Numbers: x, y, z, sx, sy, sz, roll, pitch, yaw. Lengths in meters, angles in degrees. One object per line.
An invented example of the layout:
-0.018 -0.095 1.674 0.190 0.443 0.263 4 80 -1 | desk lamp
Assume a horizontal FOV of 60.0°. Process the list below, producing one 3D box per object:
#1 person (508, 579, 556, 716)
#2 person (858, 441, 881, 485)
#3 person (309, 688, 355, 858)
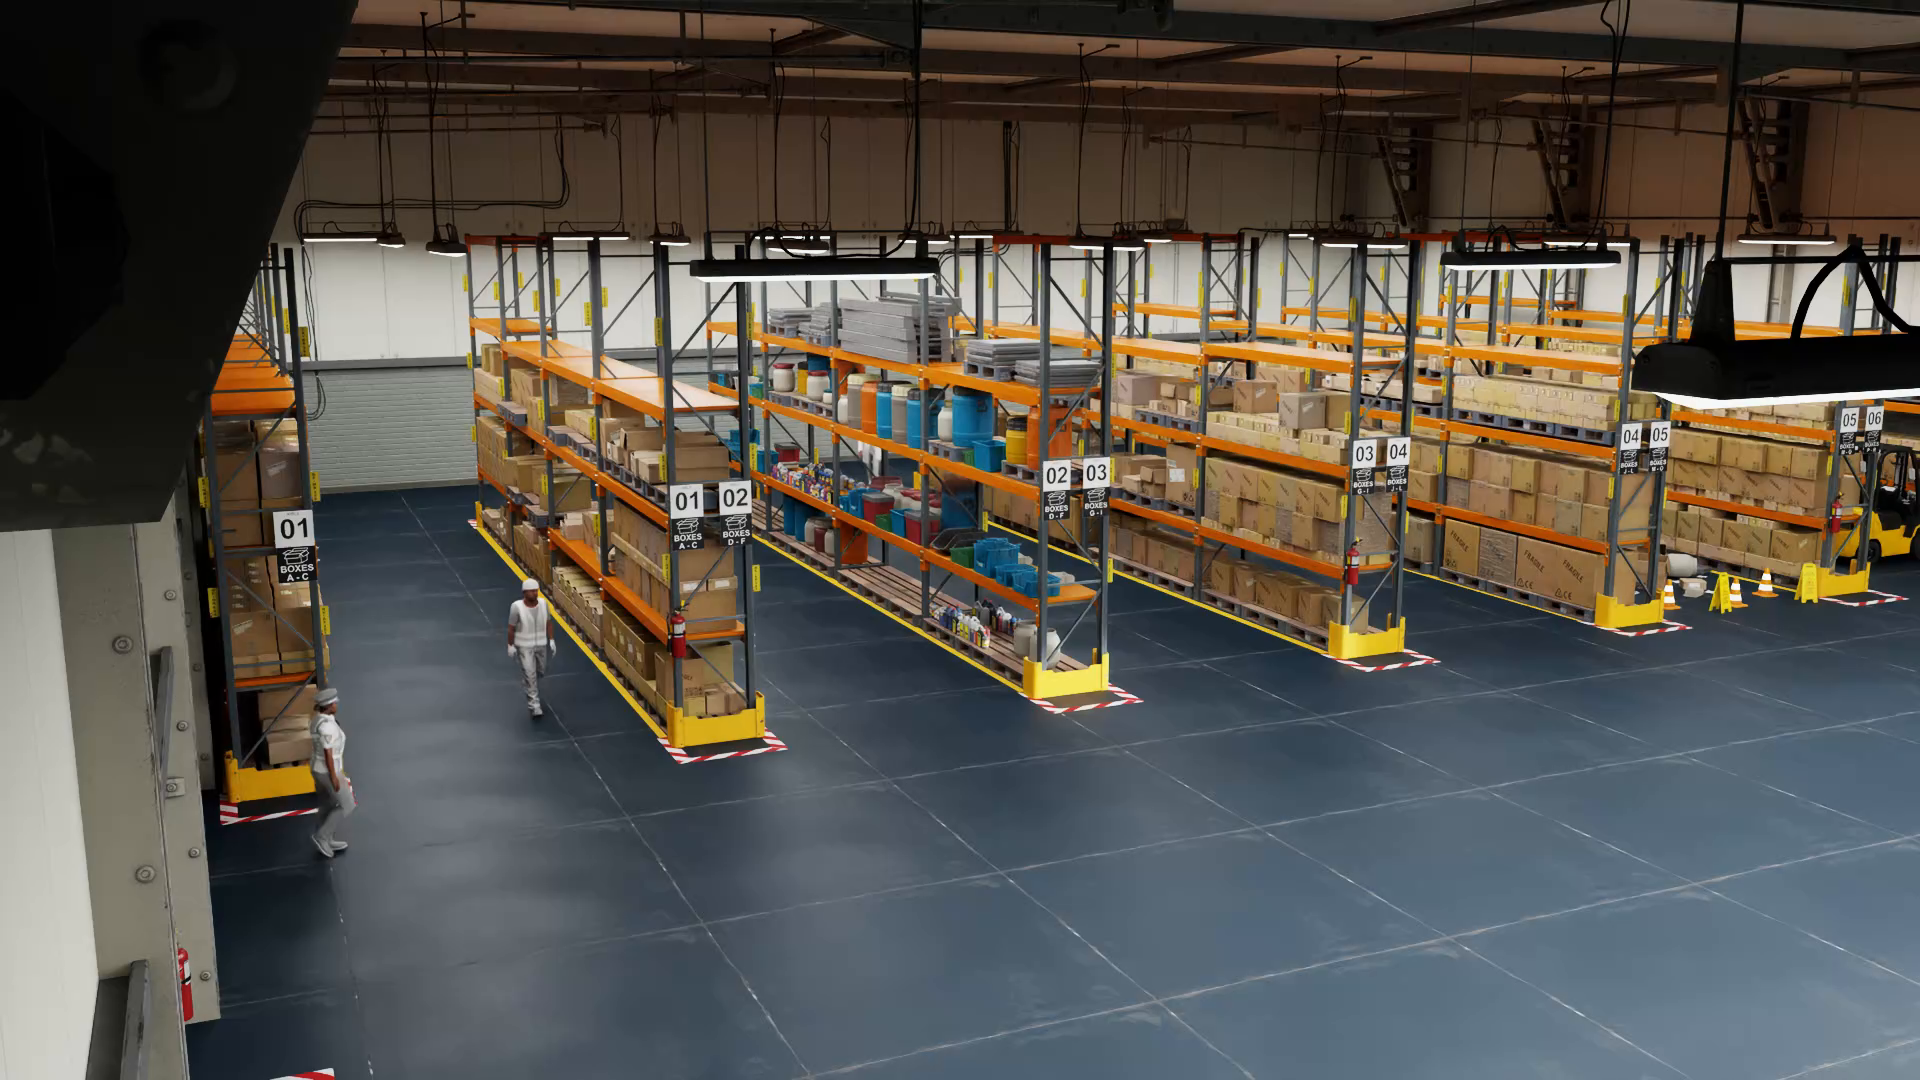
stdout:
-5.581 1.347 21.650 0.573 1.730 1.057 -10 15 -41 | person
-2.092 -2.082 39.222 0.616 1.727 1.122 0 11 1 | person
-6.340 2.324 16.674 0.427 1.678 0.480 -6 12 -28 | person
